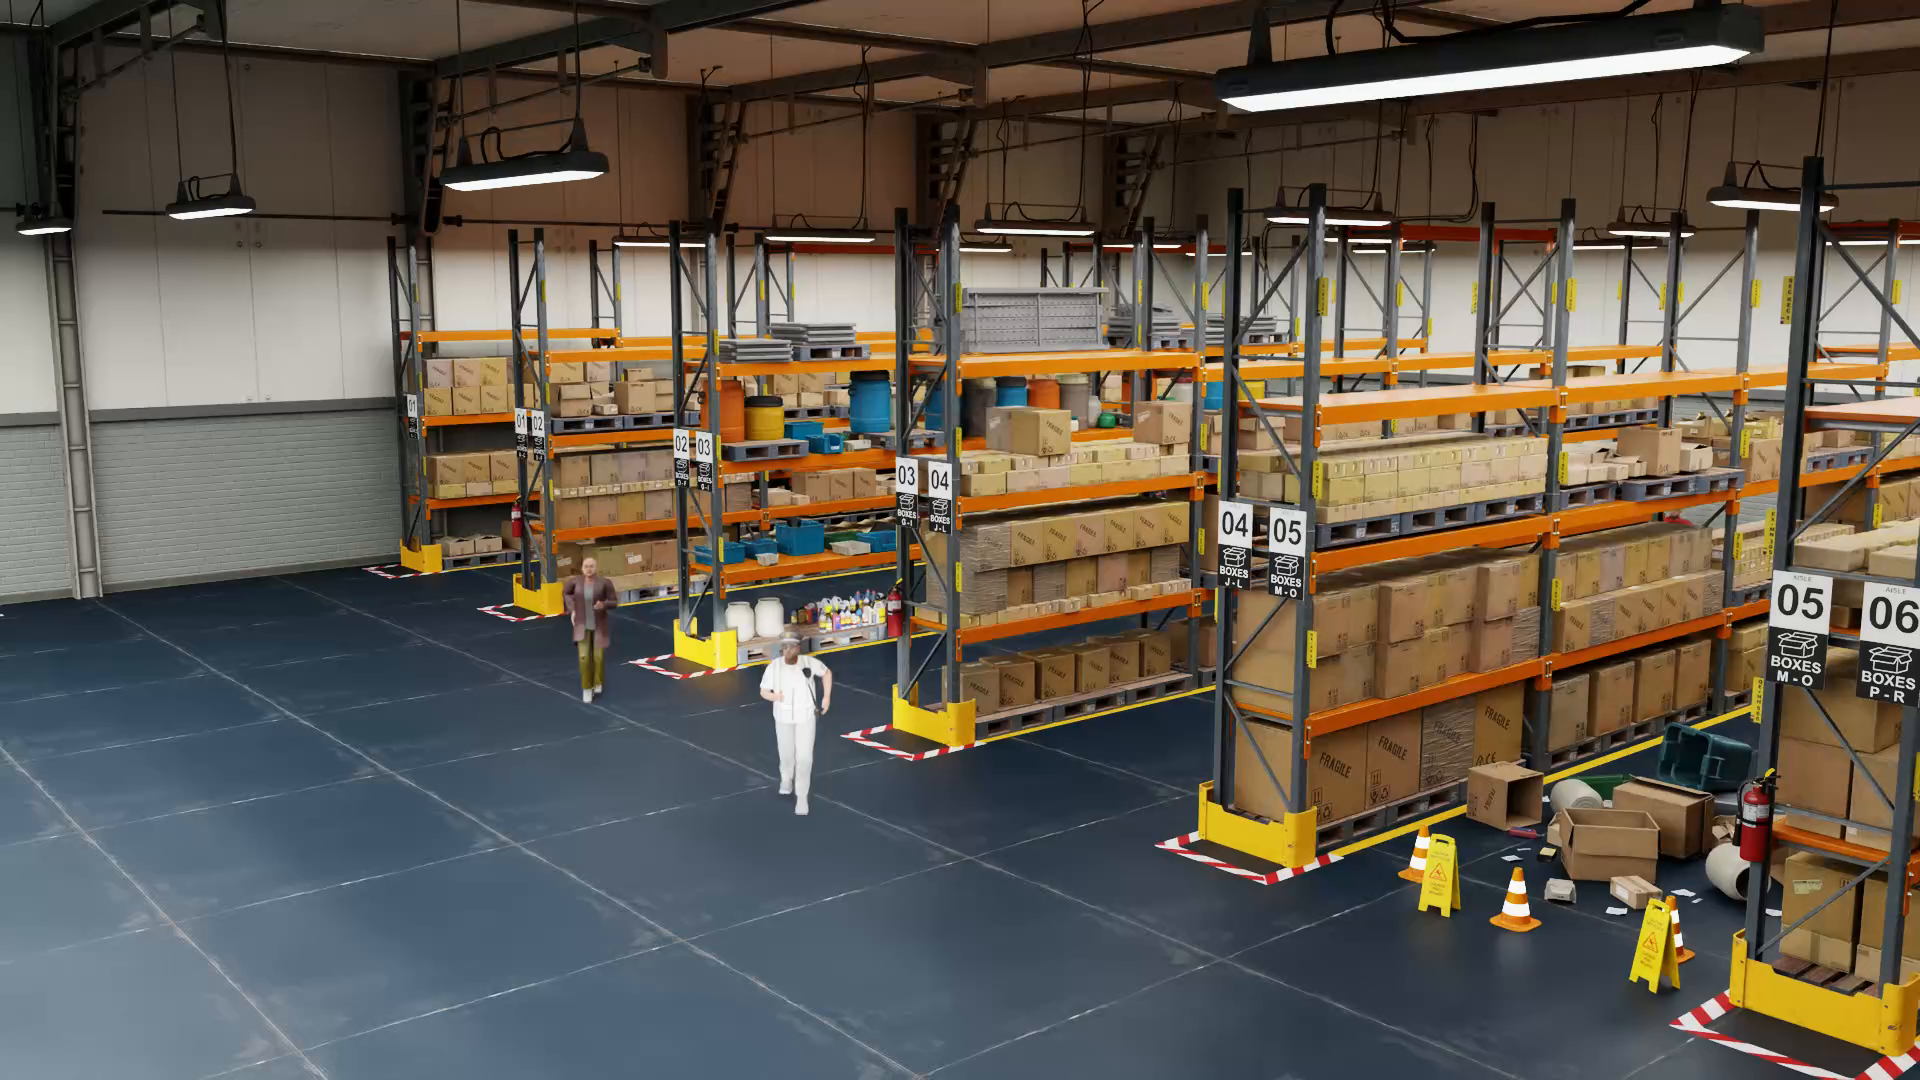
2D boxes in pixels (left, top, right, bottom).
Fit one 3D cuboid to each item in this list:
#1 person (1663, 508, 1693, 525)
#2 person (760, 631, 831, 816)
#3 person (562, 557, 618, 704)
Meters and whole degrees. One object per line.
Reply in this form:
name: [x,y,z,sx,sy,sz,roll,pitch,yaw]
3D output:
person: [11.321,0.278,26.458,0.675,1.721,0.611,7,11,37]
person: [-1.626,1.784,16.493,0.675,1.848,0.917,0,9,2]
person: [-4.610,1.124,20.750,0.695,1.831,0.779,-1,9,-9]
